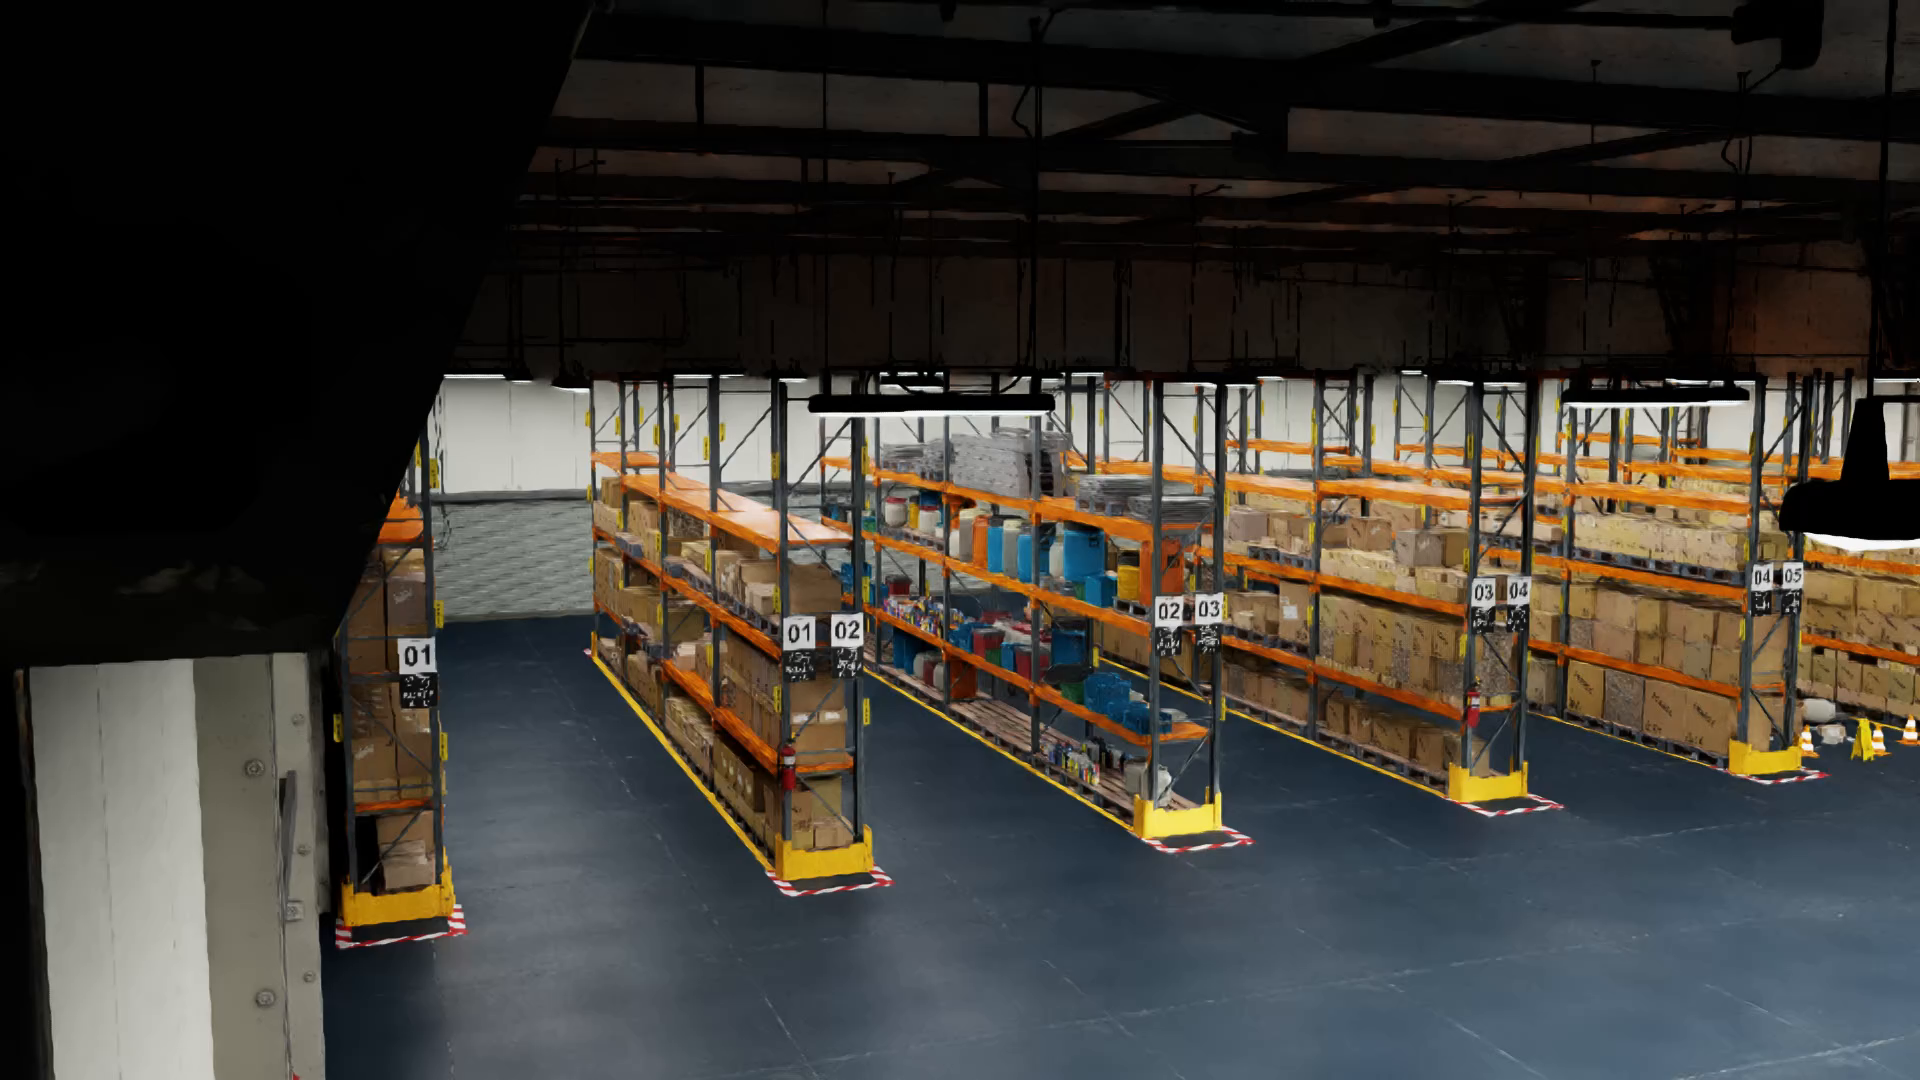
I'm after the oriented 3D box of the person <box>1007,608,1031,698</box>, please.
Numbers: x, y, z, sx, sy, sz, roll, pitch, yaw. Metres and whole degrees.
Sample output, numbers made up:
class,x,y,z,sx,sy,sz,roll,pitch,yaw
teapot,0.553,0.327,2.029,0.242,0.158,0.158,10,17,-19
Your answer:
class,x,y,z,sx,sy,sz,roll,pitch,yaw
person,1.159,2.072,30.711,0.662,1.689,0.678,-4,7,-30

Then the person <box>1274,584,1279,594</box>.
class,x,y,z,sx,sy,sz,roll,pitch,yaw
person,7.952,0.922,41.226,0.469,1.672,0.506,-1,6,-6

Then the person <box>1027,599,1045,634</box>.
class,x,y,z,sx,sy,sz,roll,pitch,yaw
person,1.534,1.754,34.220,0.417,1.504,1.036,-2,7,-17
